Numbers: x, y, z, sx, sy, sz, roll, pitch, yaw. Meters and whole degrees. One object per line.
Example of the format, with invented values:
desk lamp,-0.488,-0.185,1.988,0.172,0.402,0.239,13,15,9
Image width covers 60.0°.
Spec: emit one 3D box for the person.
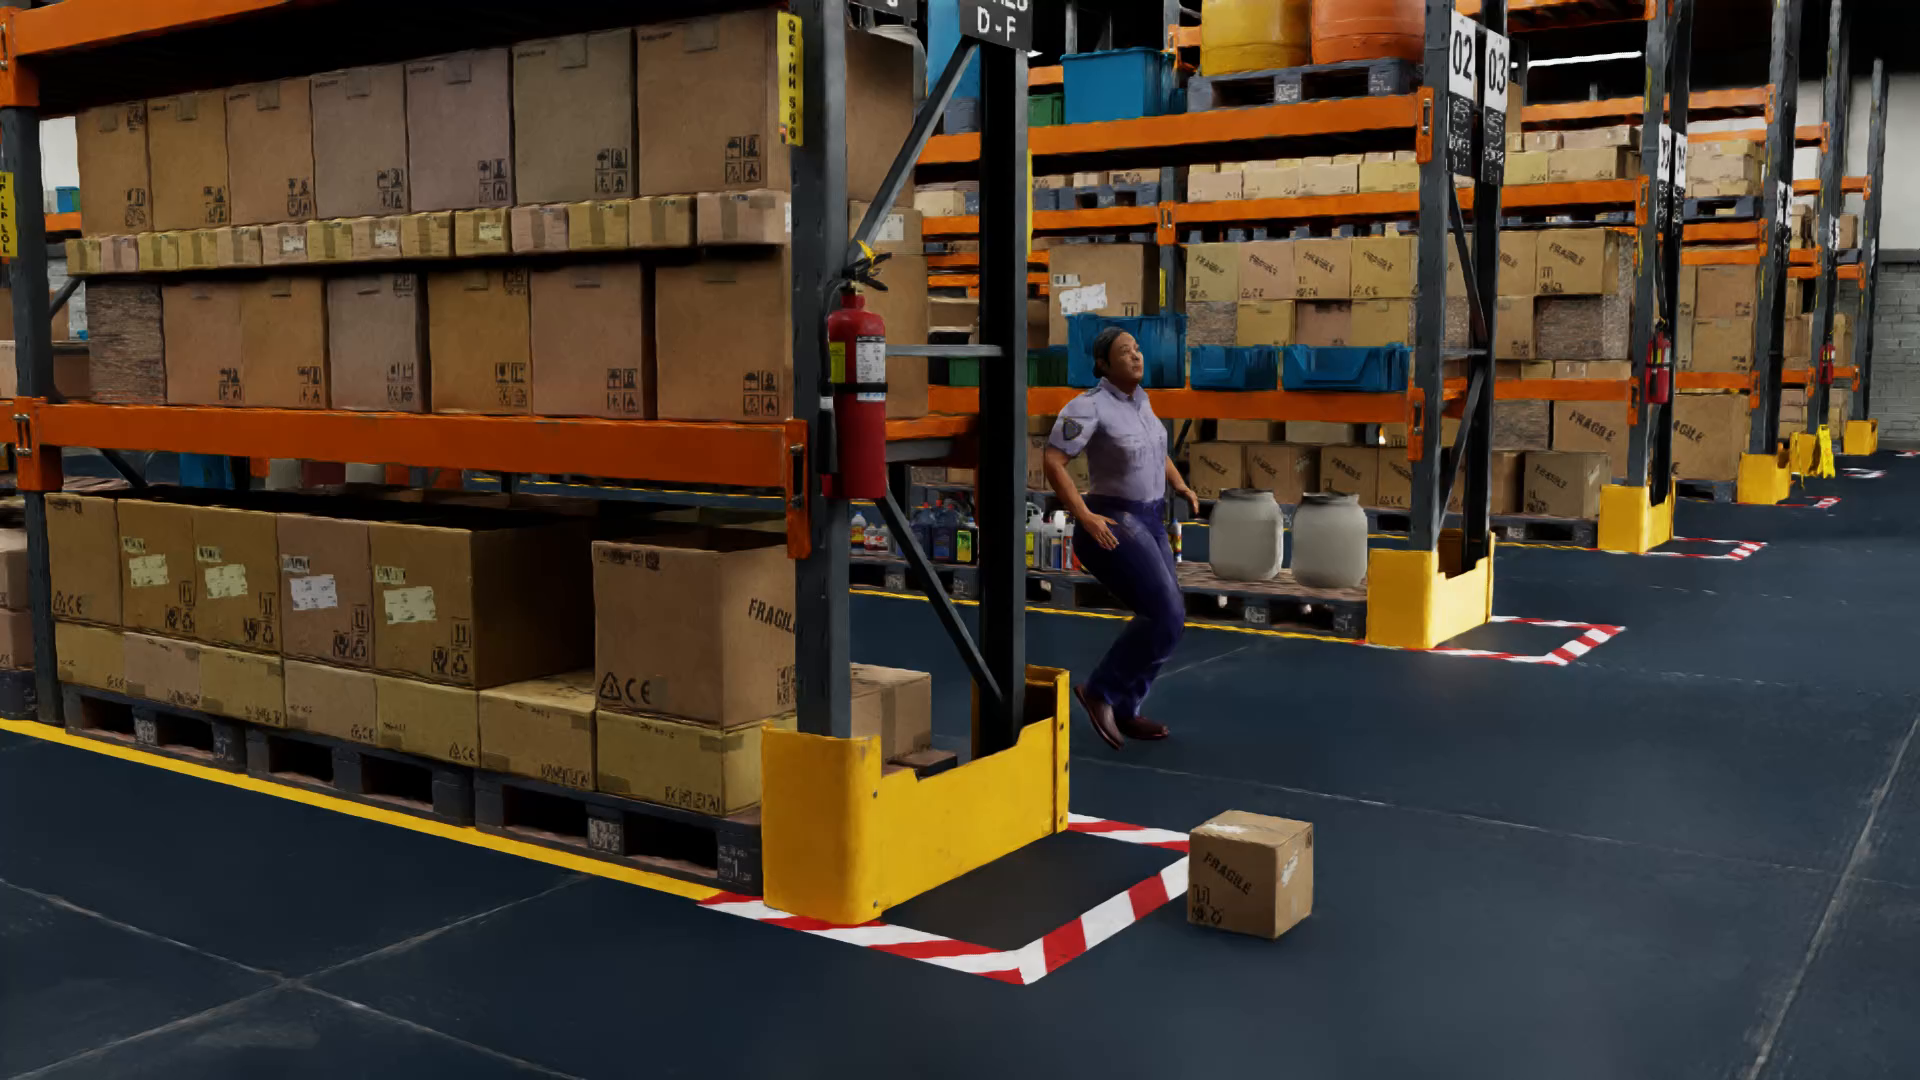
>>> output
person,0.680,-0.018,6.429,0.530,1.607,0.665,4,7,30
